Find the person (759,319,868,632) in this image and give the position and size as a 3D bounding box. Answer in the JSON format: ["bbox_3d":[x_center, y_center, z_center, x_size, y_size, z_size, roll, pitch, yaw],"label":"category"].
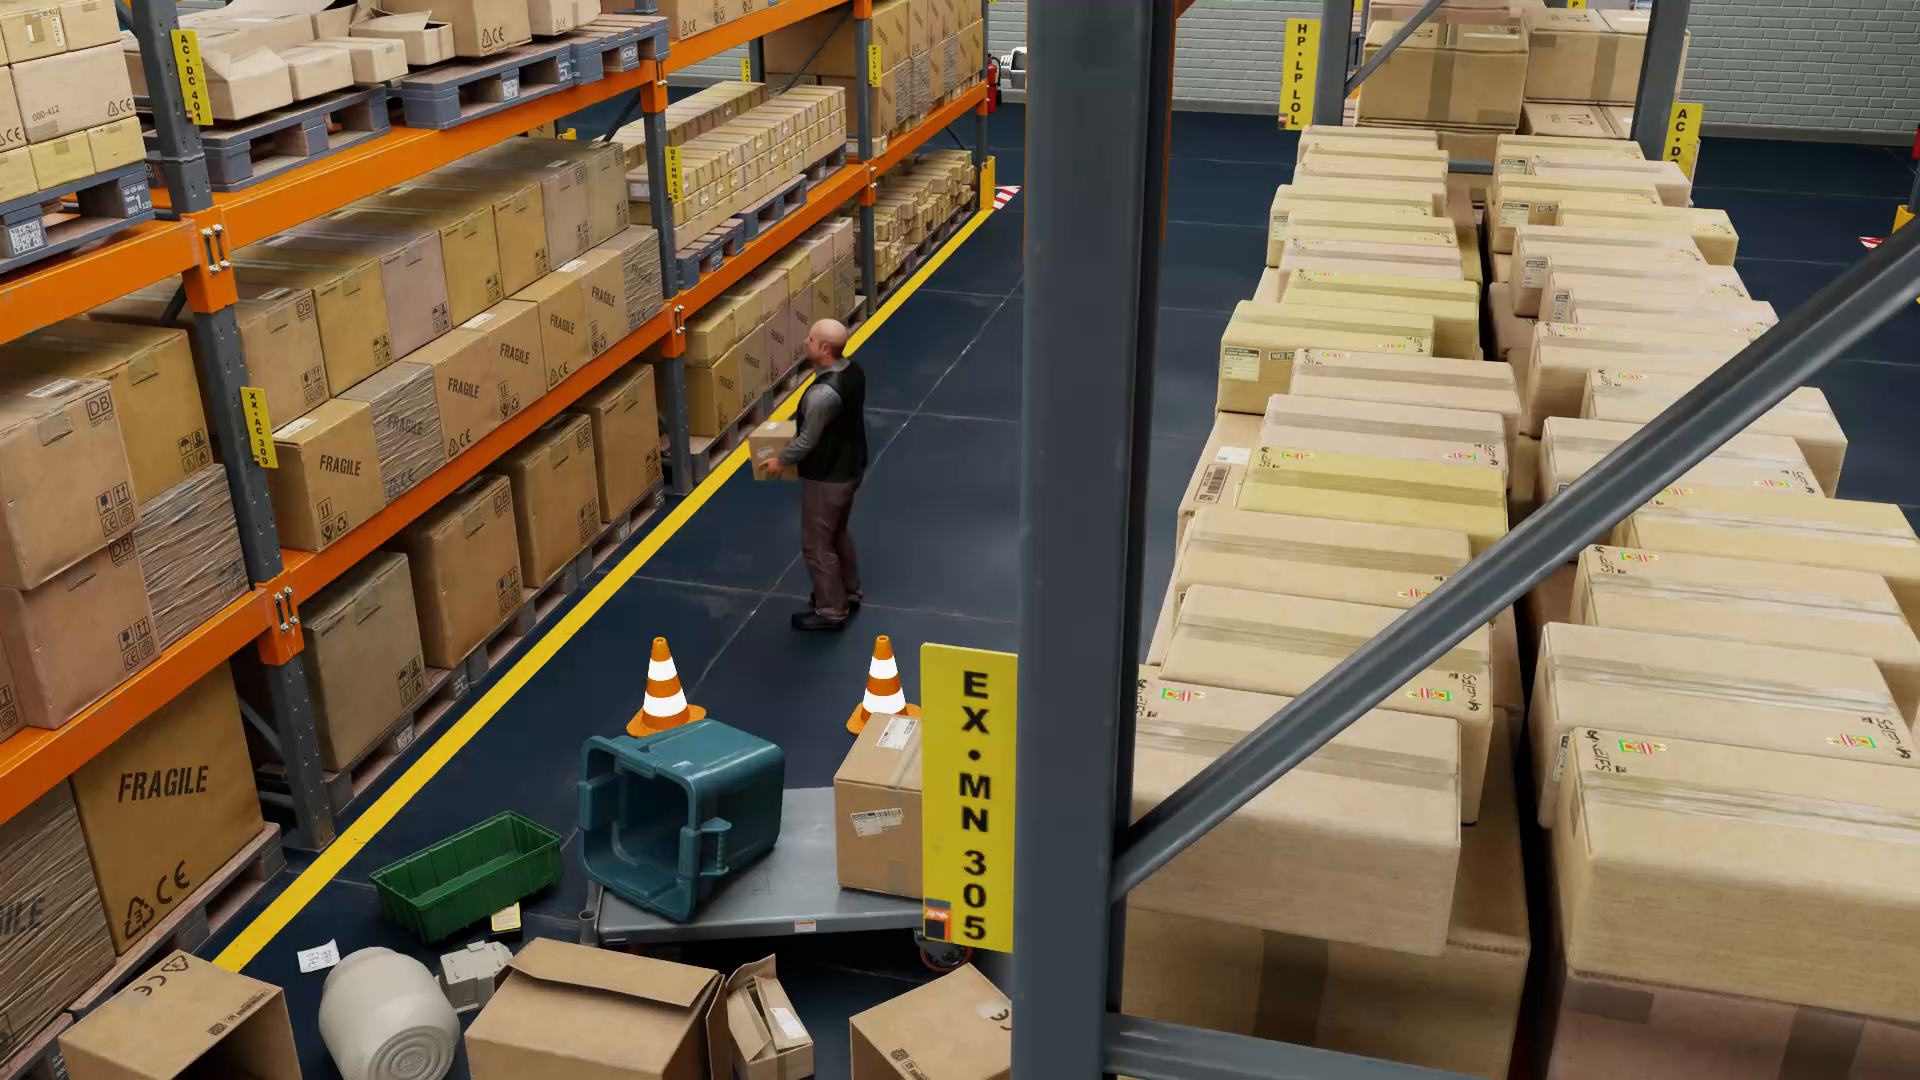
[{"bbox_3d":[-0.774,-0.358,8.895,0.535,1.726,0.521,6,26,13],"label":"person"}]
